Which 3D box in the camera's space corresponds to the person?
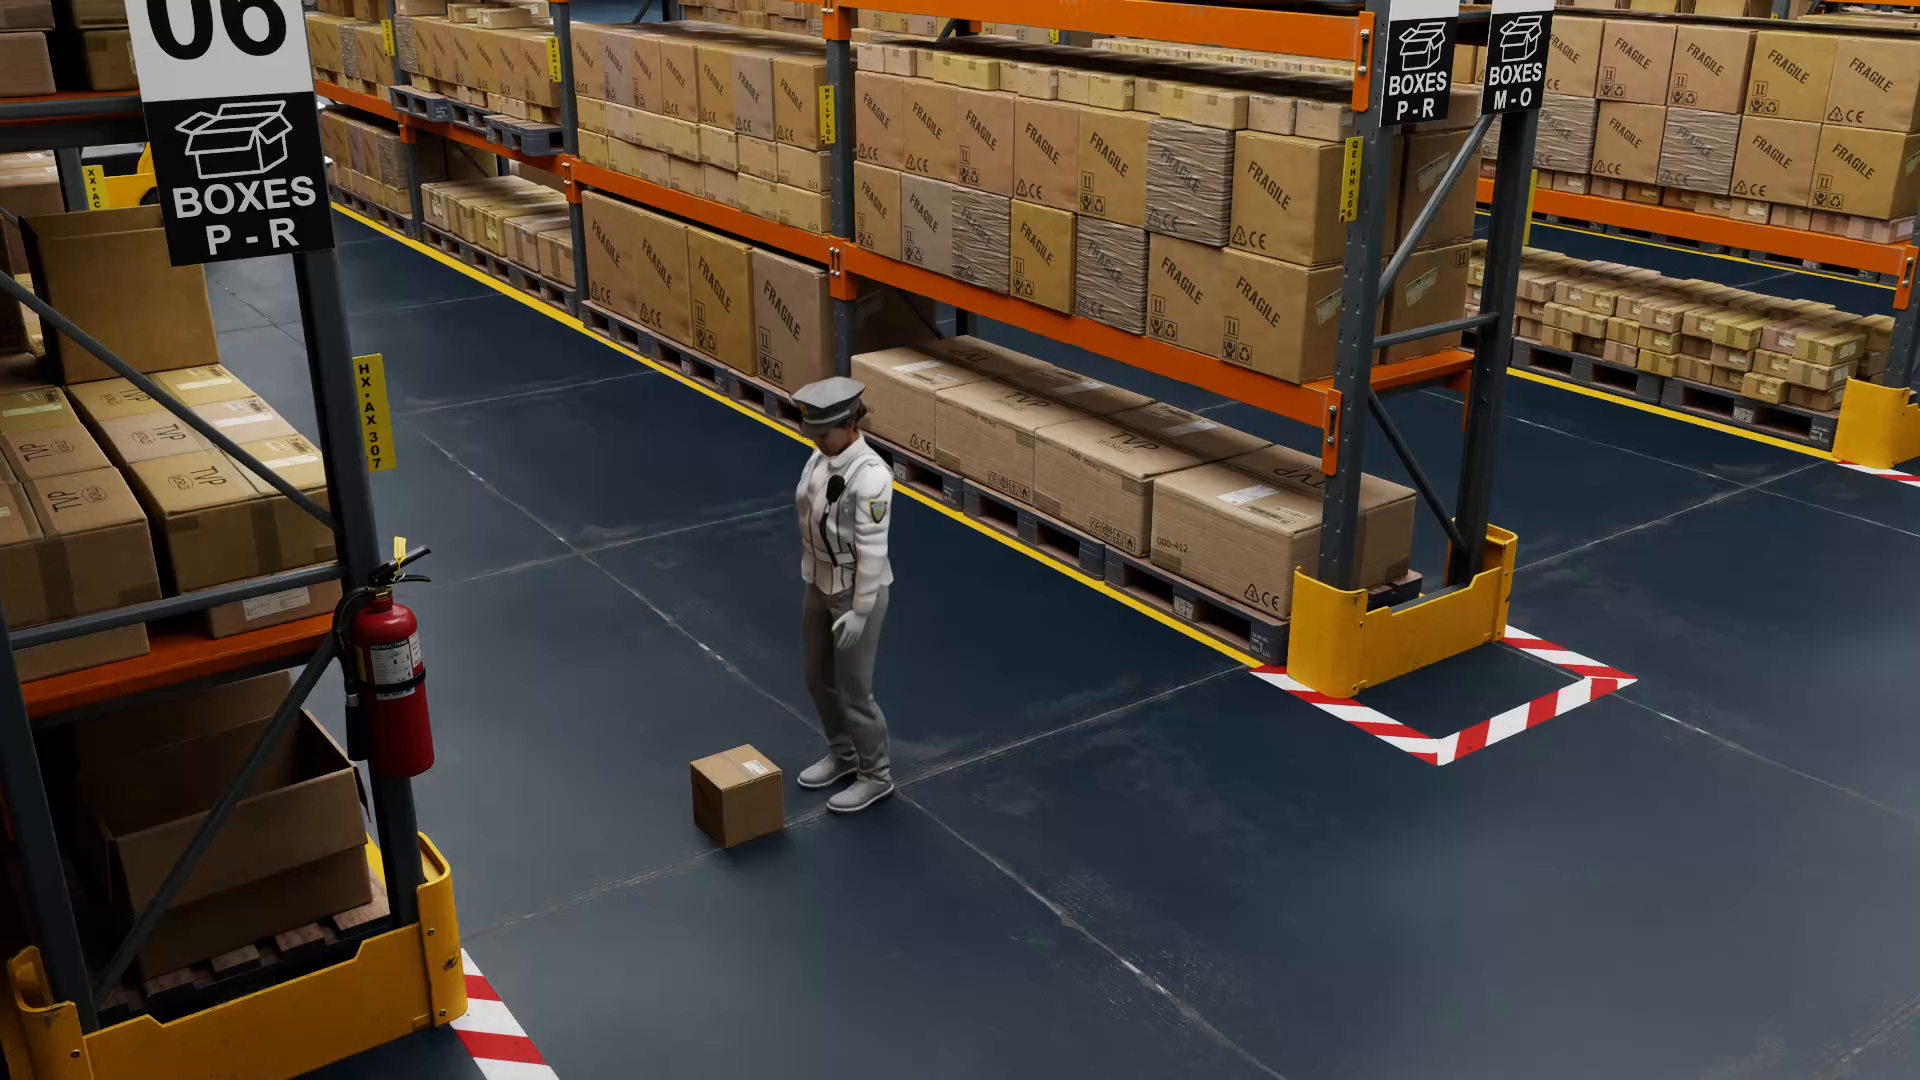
[{"bbox_3d":[-0.426,0.210,6.163,0.338,1.659,0.476,-14,26,-32],"label":"person"}]
